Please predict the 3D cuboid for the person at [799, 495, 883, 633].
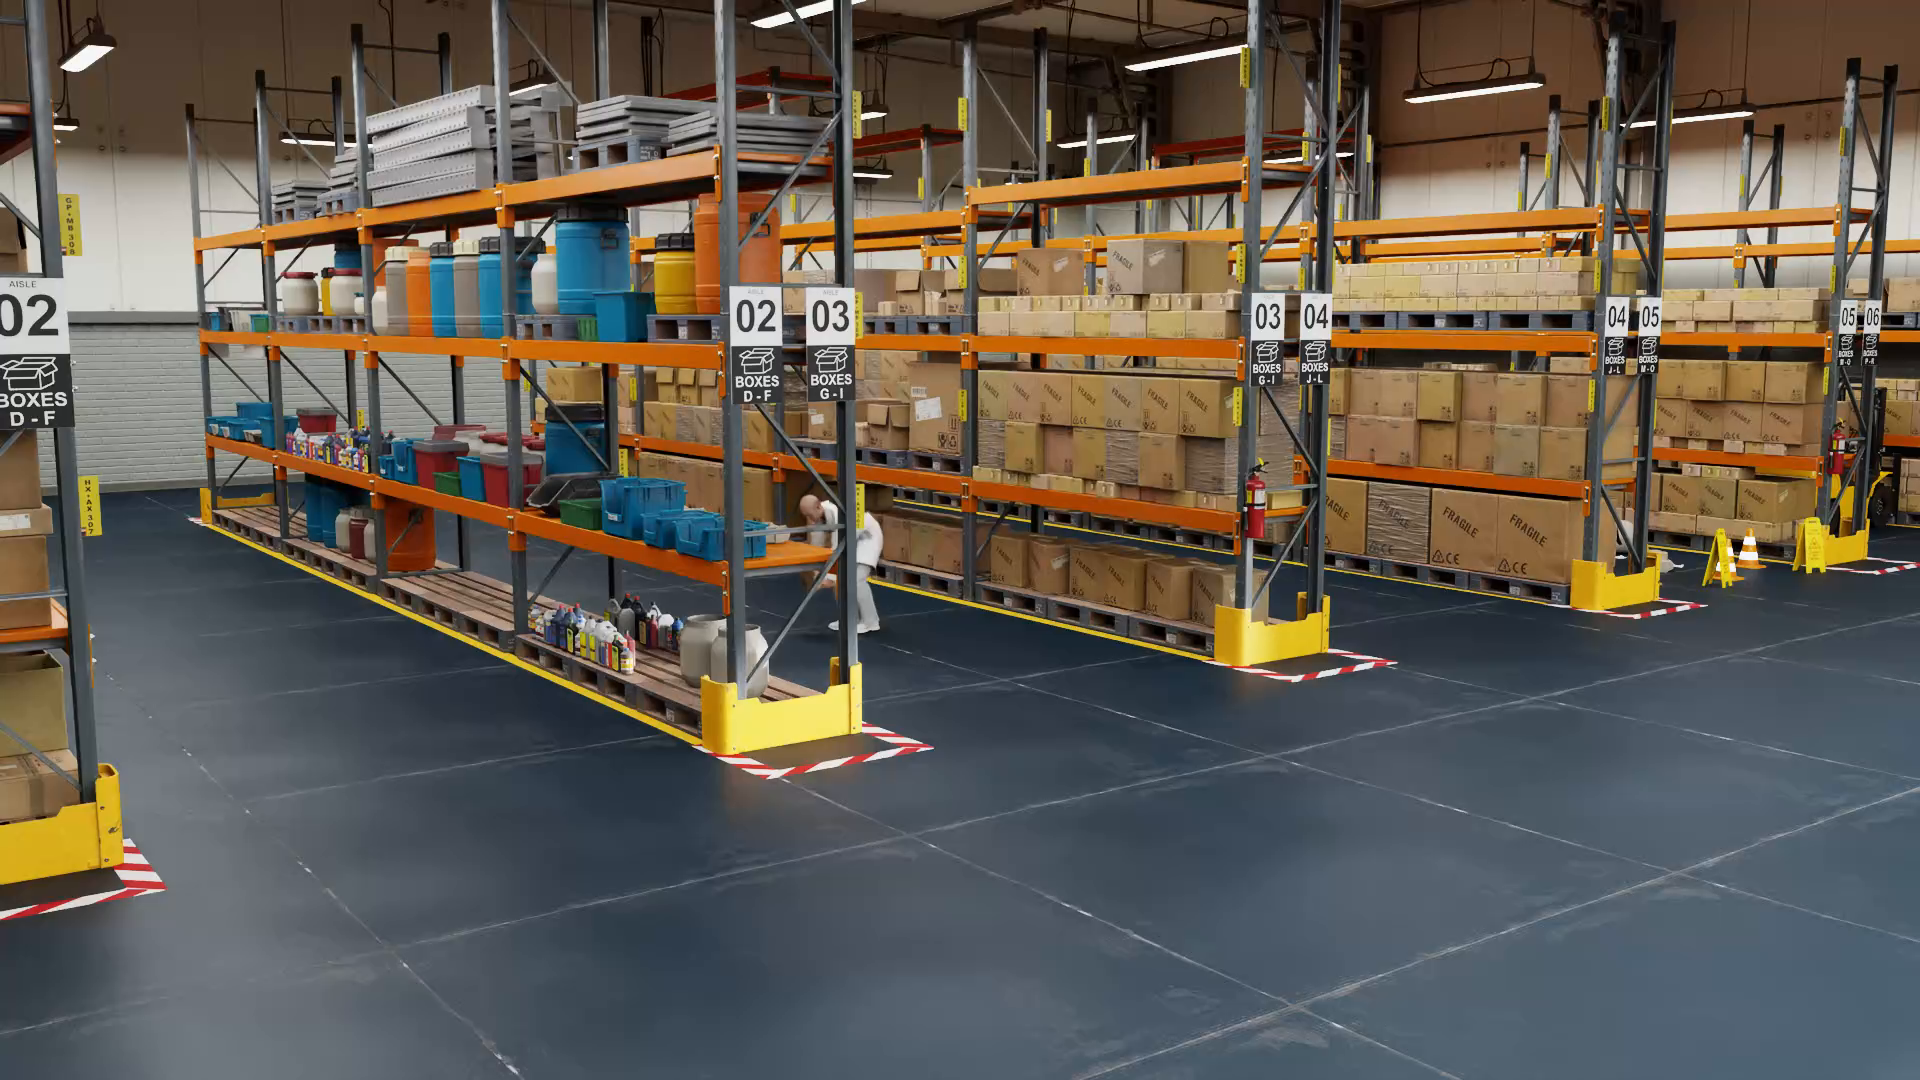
[{"bbox_3d":[-1.147,0.218,15.855,0.888,1.347,0.561,-6,10,-38],"label":"person"}]
